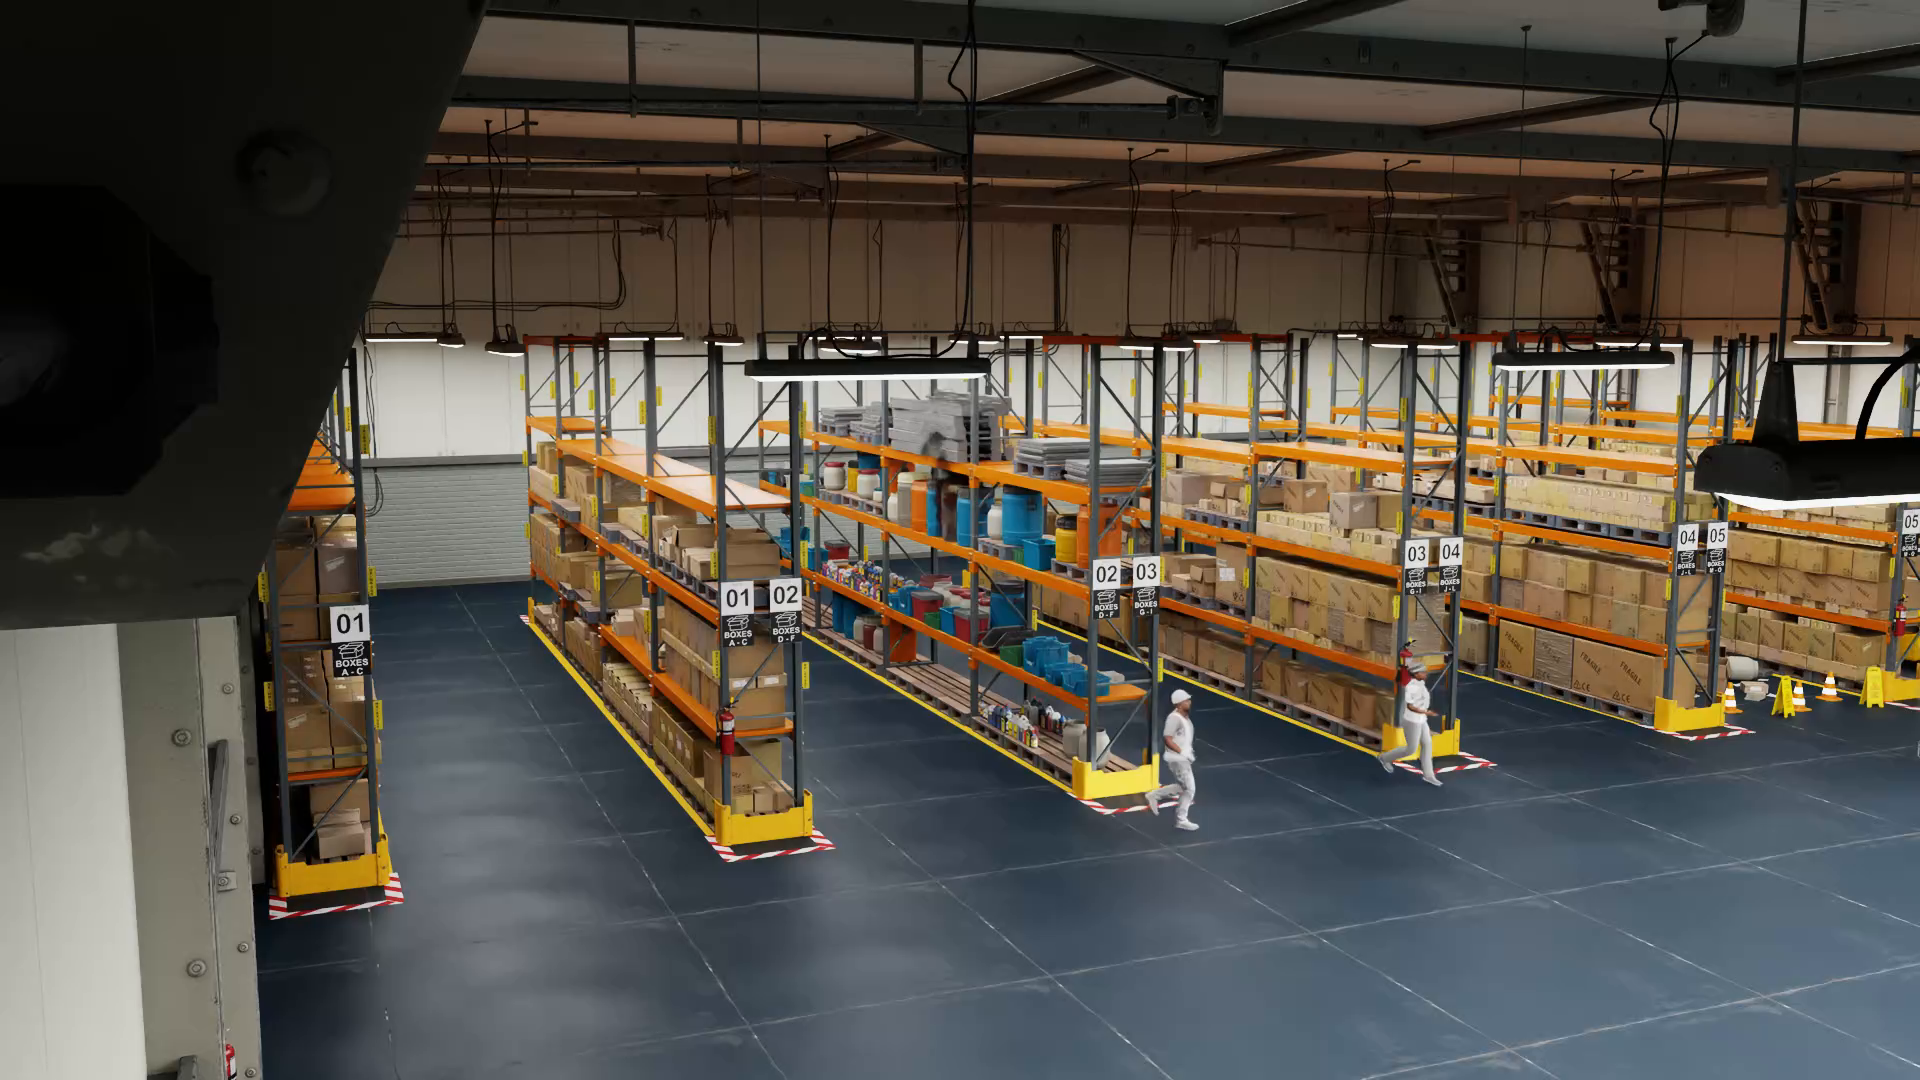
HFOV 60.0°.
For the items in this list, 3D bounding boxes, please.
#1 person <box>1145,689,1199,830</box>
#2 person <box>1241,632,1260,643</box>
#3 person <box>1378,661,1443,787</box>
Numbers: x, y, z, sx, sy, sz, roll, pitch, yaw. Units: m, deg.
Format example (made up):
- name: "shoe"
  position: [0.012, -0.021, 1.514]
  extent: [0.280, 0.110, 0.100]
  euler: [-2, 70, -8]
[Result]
- name: "person"
  position: [2.668, 2.727, 20.821]
  extent: [0.695, 1.745, 0.726]
  euler: [2, 8, 15]
- name: "person"
  position: [5.596, 1.308, 31.711]
  extent: [0.583, 1.683, 0.676]
  euler: [-3, 8, -22]
- name: "person"
  position: [6.197, 2.488, 22.756]
  extent: [0.890, 1.716, 0.595]
  euler: [4, 9, 29]
